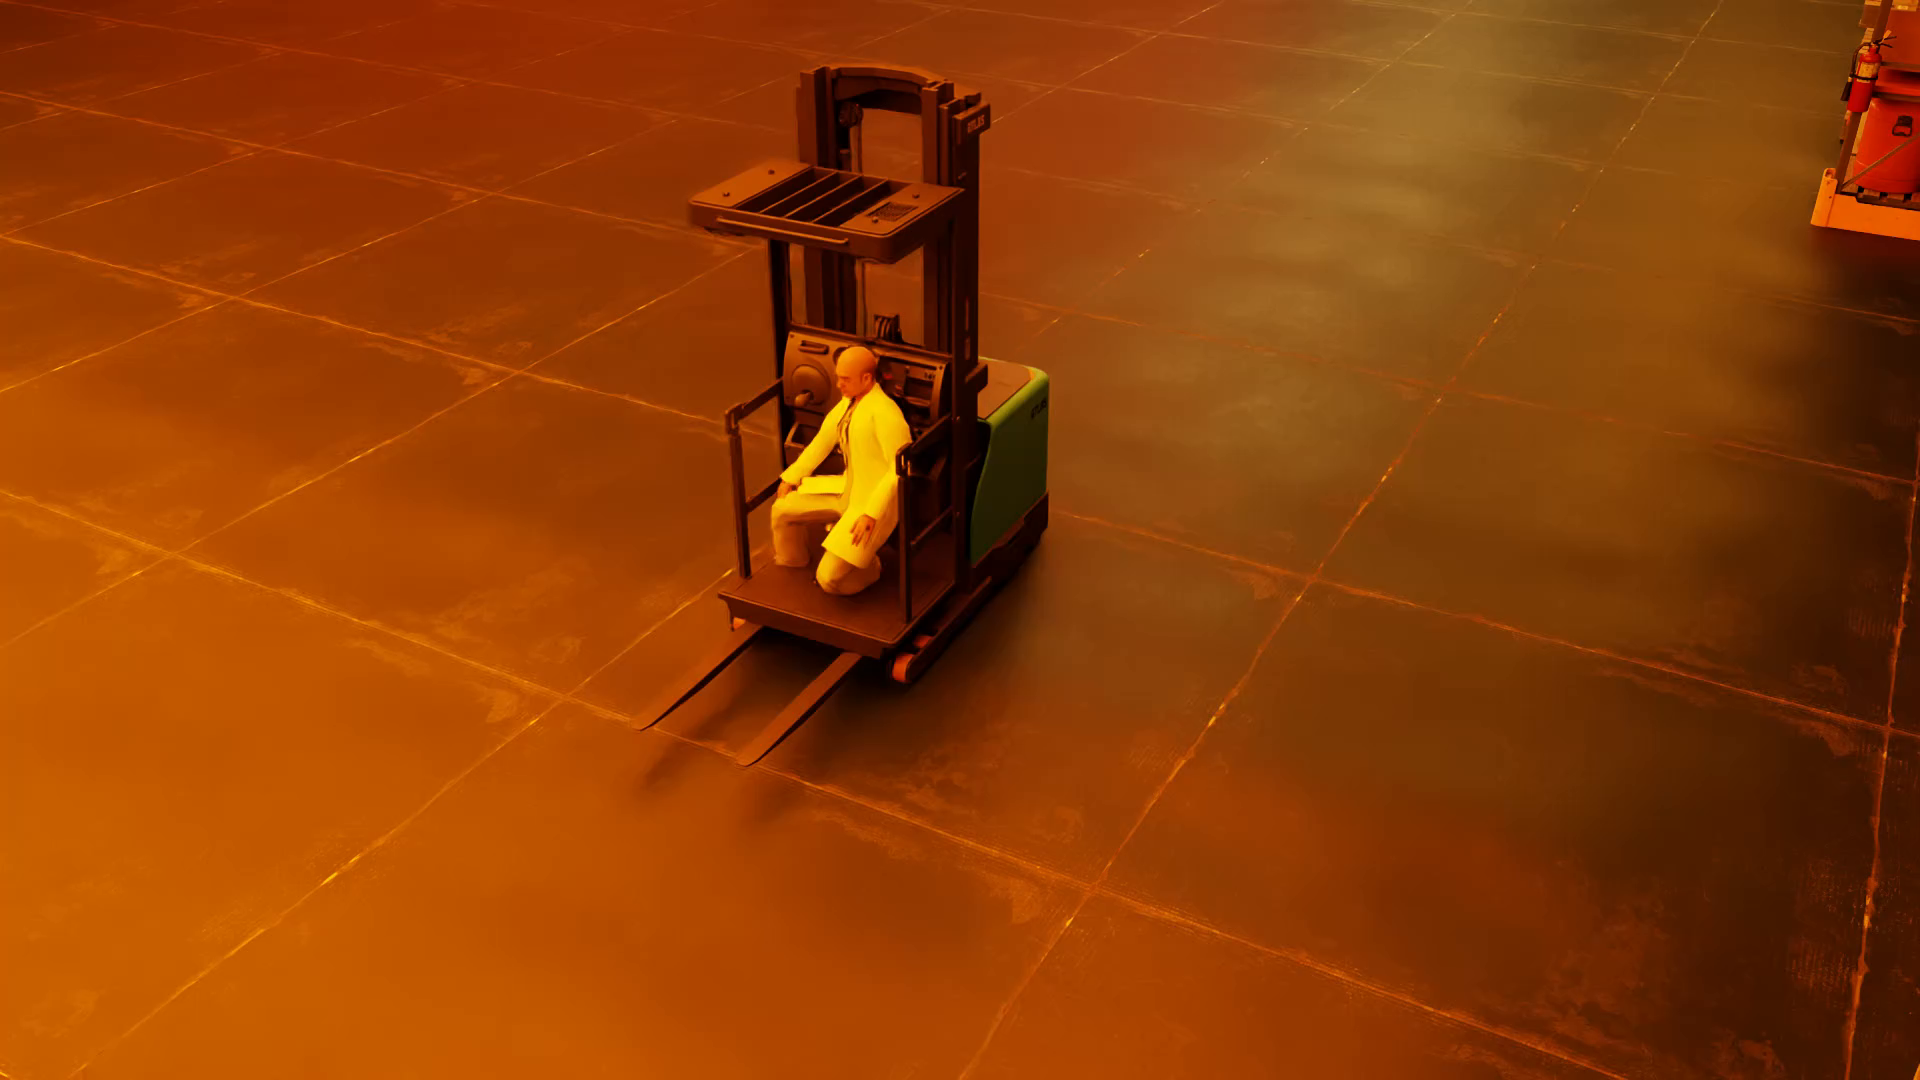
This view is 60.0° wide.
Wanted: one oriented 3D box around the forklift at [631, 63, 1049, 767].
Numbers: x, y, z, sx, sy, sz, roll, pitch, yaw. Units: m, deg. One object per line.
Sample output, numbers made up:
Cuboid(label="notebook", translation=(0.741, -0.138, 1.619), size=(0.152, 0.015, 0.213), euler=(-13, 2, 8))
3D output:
Cuboid(label="forklift", translation=(-0.595, -0.771, 8.407), size=(1.130, 2.935, 3.031), euler=(14, 33, 23))

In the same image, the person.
Cuboid(label="person", translation=(-0.690, -0.252, 8.585), size=(0.735, 1.534, 0.811), euler=(-13, 32, -21))
